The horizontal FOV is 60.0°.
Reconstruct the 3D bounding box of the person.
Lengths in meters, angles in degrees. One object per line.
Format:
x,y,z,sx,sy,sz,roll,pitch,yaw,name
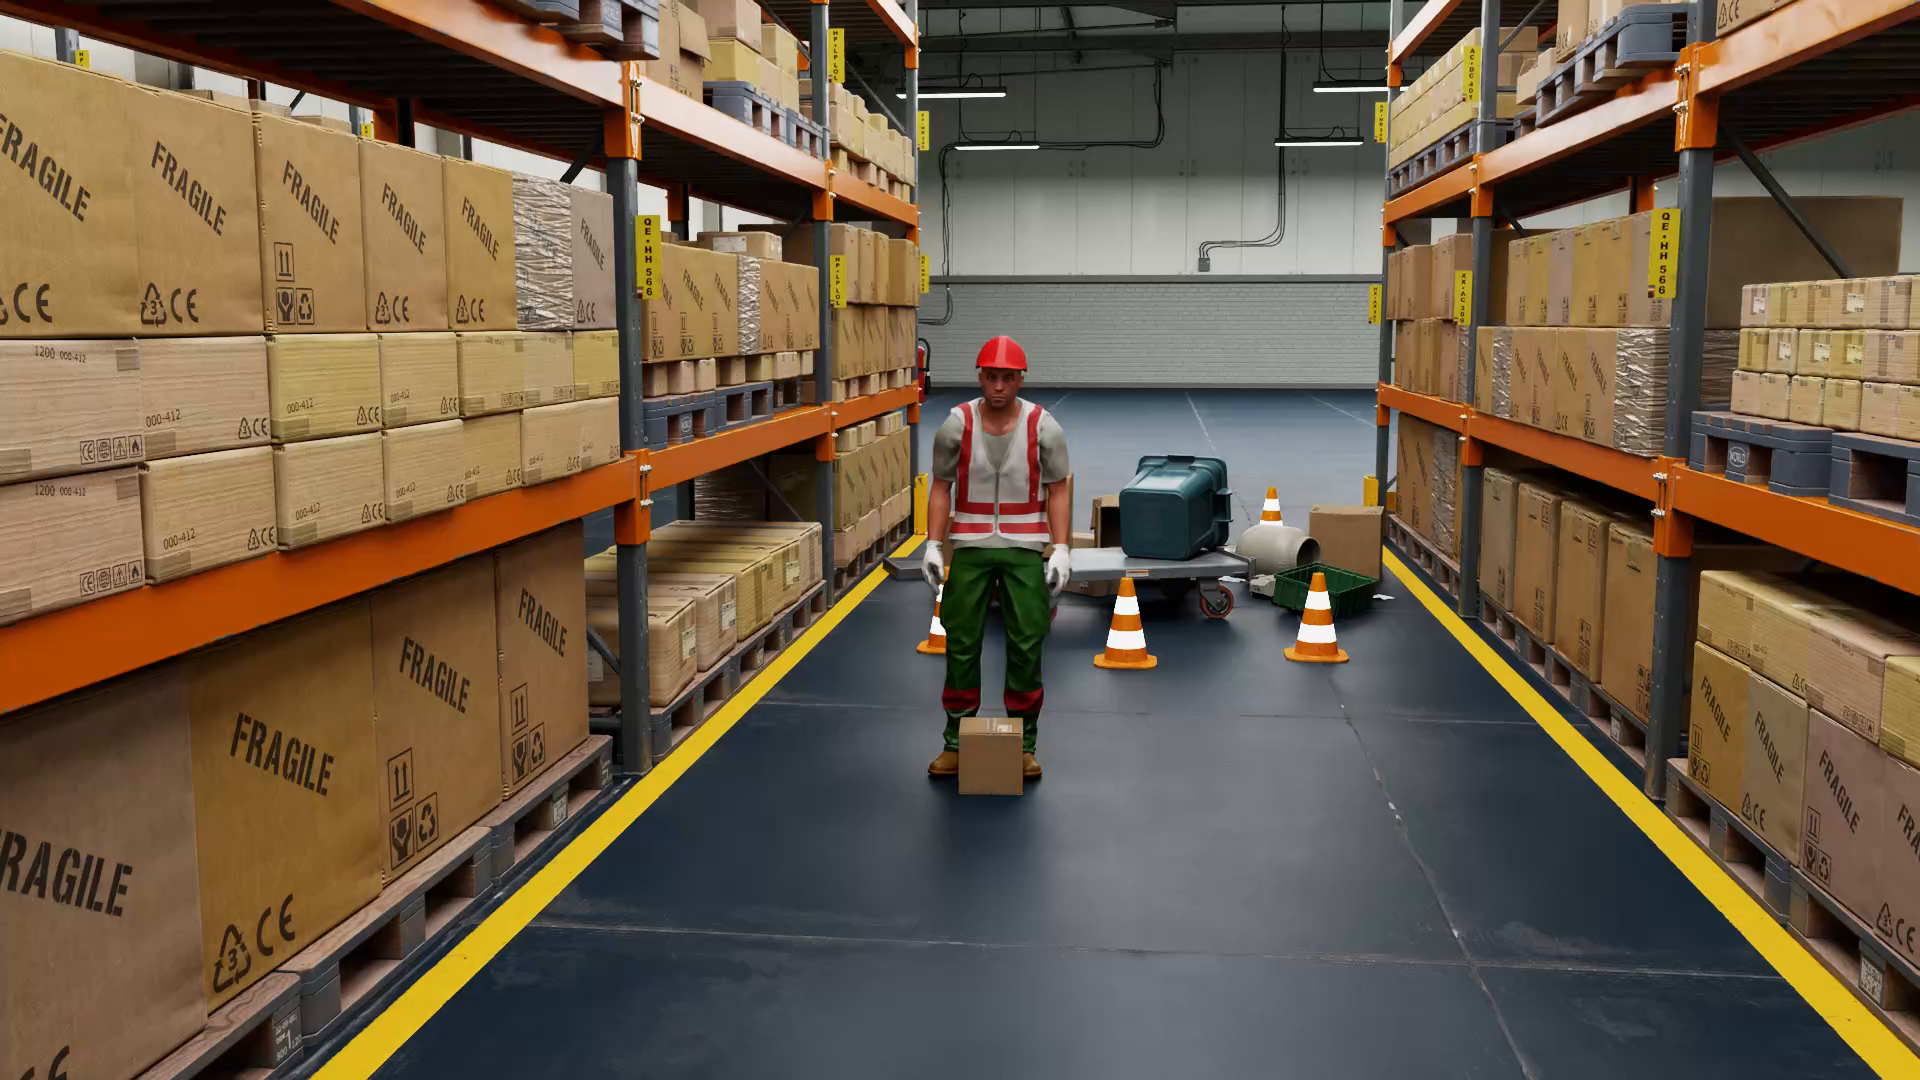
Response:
0.149,0.069,6.707,0.608,1.779,0.453,1,8,6,person
